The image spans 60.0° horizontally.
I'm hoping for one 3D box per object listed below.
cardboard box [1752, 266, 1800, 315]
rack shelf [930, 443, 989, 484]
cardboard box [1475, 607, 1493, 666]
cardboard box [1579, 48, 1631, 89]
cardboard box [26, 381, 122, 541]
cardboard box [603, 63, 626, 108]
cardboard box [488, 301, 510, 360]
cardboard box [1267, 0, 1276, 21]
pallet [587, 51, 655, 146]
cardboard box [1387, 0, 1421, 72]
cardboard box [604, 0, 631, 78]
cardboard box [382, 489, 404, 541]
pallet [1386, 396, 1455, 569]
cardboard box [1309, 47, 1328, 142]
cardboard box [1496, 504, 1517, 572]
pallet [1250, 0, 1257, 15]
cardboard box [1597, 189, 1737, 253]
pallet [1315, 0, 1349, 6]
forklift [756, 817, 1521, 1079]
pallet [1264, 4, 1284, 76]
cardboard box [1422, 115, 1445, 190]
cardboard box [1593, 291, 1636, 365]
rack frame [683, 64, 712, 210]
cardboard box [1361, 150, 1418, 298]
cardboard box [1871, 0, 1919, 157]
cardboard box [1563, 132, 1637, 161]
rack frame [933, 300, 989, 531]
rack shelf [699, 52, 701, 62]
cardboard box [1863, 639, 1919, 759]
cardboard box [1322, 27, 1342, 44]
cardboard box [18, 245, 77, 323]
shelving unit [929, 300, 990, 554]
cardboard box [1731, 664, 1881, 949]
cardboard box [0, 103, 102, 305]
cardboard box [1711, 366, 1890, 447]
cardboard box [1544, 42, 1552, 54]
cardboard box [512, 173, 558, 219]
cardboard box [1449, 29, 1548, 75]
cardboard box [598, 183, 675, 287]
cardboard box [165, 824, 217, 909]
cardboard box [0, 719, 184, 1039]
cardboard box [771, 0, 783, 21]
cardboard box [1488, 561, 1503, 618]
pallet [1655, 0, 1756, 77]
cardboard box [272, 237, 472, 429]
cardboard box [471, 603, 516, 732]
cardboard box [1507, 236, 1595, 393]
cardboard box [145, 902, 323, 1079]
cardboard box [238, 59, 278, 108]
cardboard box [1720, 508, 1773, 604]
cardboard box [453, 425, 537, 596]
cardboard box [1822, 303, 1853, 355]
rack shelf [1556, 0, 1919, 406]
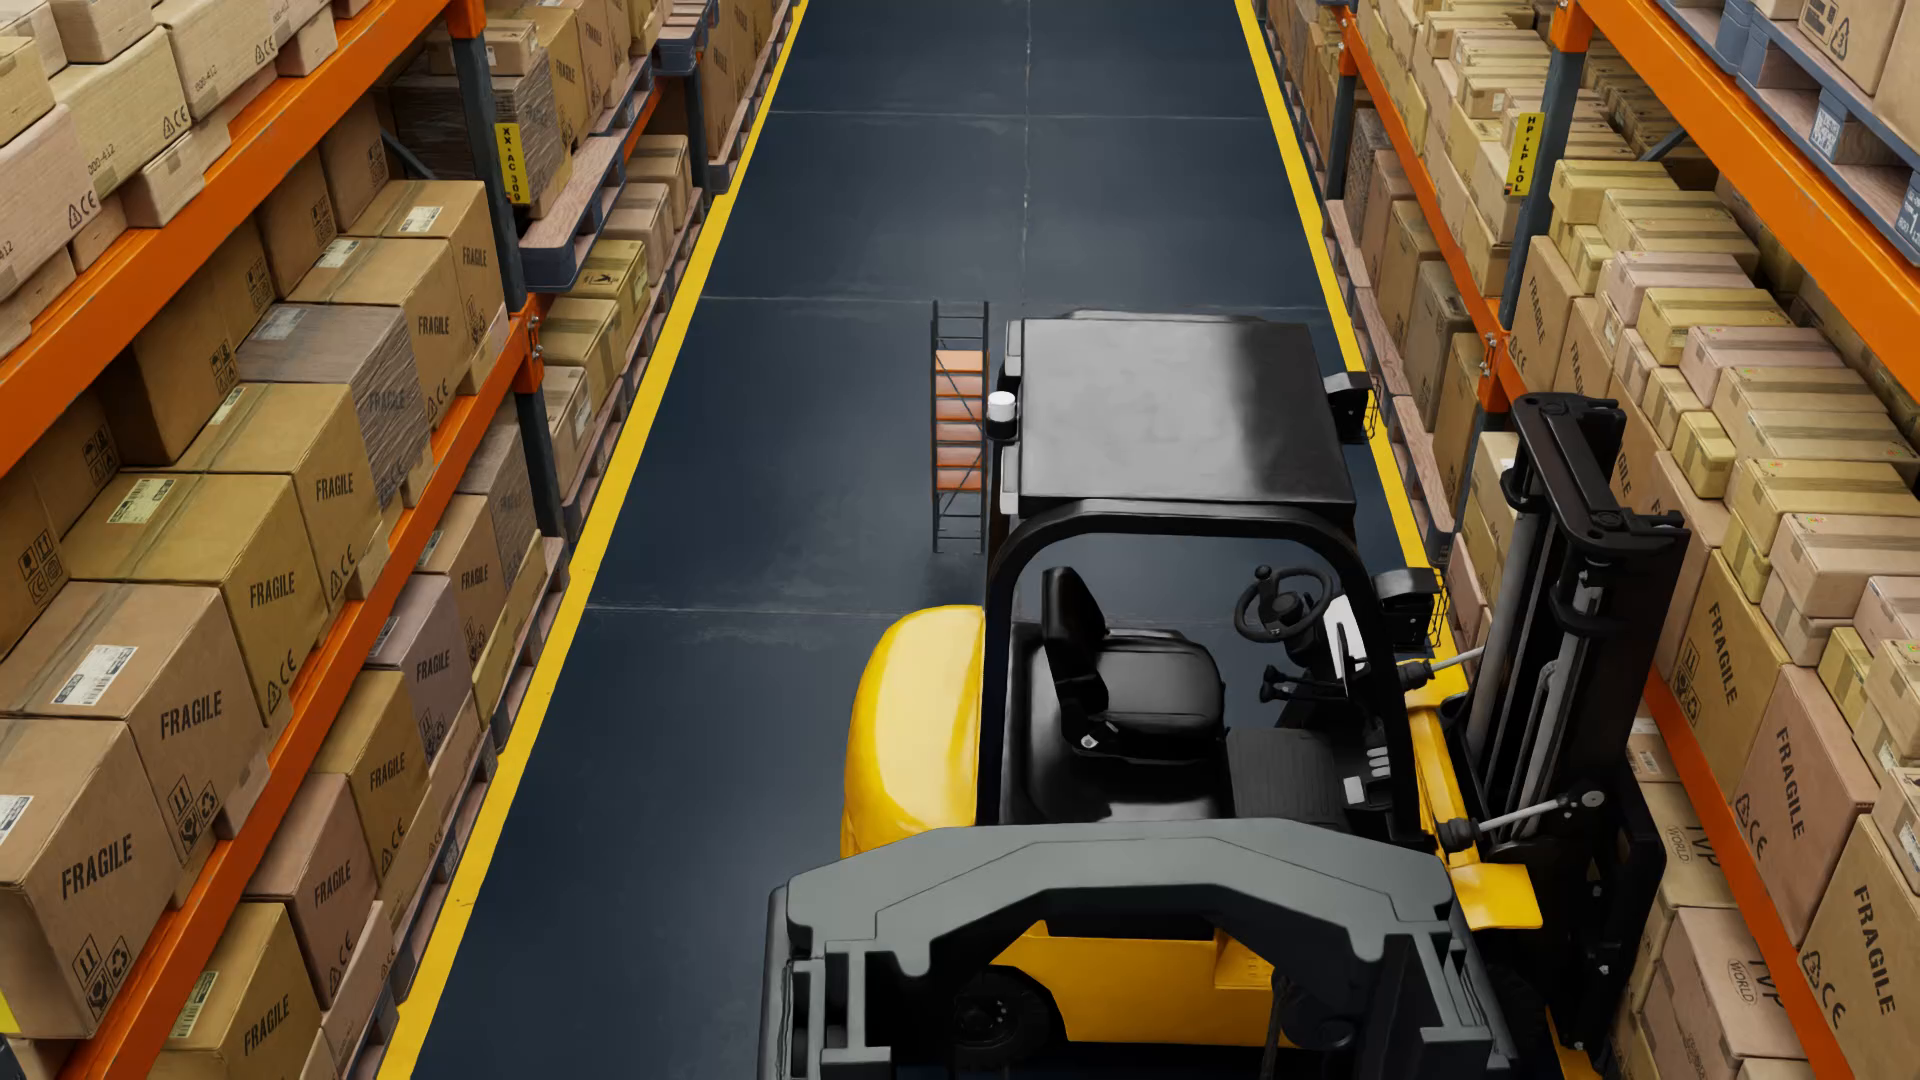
[{"bbox_3d":[2.923,-0.825,5.664,0.380,0.149,0.250,2,35,3],"label":"cardboard box"},{"bbox_3d":[-0.001,-0.348,7.488,0.258,0.103,0.180,1,35,2],"label":"rack shelf"},{"bbox_3d":[2.318,0.510,6.442,0.500,0.250,0.500,1,35,1],"label":"cardboard box"},{"bbox_3d":[3.001,-2.095,7.471,0.380,0.149,0.250,1,35,2],"label":"cardboard box"},{"bbox_3d":[-2.699,-0.276,4.319,0.700,0.500,0.500,1,35,1],"label":"cardboard box"},{"bbox_3d":[-1.868,-2.245,8.190,0.380,0.149,0.250,3,35,4],"label":"cardboard box"},{"bbox_3d":[-1.995,-0.823,6.531,0.380,0.149,0.250,1,35,1],"label":"cardboard box"},{"bbox_3d":[2.750,-4.478,13.322,0.500,0.500,0.500,3,35,4],"label":"cardboard box"},{"bbox_3d":[-2.164,-2.199,8.438,1.003,0.211,1.213,1,35,2],"label":"pallet"},{"bbox_3d":[2.512,-2.610,8.550,0.500,0.250,0.500,0,35,1],"label":"cardboard box"},{"bbox_3d":[-1.918,-2.582,8.104,0.500,0.500,0.500,0,35,0],"label":"cardboard box"},{"bbox_3d":[-2.072,-0.093,5.493,0.380,0.149,0.250,1,35,1],"label":"cardboard box"},{"bbox_3d":[2.664,-0.289,7.977,1.003,0.211,1.213,1,35,2],"label":"pallet"},{"bbox_3d":[2.667,-2.988,11.201,0.500,0.500,0.500,1,35,1],"label":"cardboard box"},{"bbox_3d":[2.310,0.103,6.151,0.500,0.250,0.500,1,35,2],"label":"cardboard box"},{"bbox_3d":[3.023,-4.855,14.475,1.003,0.211,1.213,1,35,2],"label":"pallet"},{"bbox_3d":[2.462,-1.104,5.803,0.380,0.149,0.250,2,35,3],"label":"cardboard box"},{"bbox_3d":[2.791,-3.616,10.454,1.213,0.211,1.003,1,35,2],"label":"pallet"},{"bbox_3d":[0.235,1.958,2.415,1.130,2.935,3.031,-1,35,-2],"label":"forklift"},{"bbox_3d":[3.000,-3.993,13.248,1.003,0.211,1.213,1,35,2],"label":"pallet"},{"bbox_3d":[2.497,-1.813,7.852,0.500,0.250,0.500,2,35,2],"label":"cardboard box"},{"bbox_3d":[2.322,-0.695,5.480,0.380,0.149,0.250,2,35,3],"label":"cardboard box"},{"bbox_3d":[-2.126,-3.416,10.002,1.000,3.000,0.127,1,35,2],"label":"rack frame"},{"bbox_3d":[2.777,-1.770,9.360,0.875,0.625,0.625,2,35,3],"label":"cardboard box"},{"bbox_3d":[2.428,-1.034,3.465,0.700,0.500,0.500,2,35,2],"label":"cardboard box"},{"bbox_3d":[2.465,-1.513,6.643,0.380,0.149,0.250,2,35,4],"label":"cardboard box"},{"bbox_3d":[0.003,-0.535,7.468,0.240,1.200,0.006,1,35,2],"label":"rack frame"},{"bbox_3d":[-2.045,-4.271,11.844,1.077,0.370,4.000,1,35,2],"label":"rack shelf"},{"bbox_3d":[2.279,0.361,3.718,0.380,0.149,0.250,2,35,3],"label":"cardboard box"},{"bbox_3d":[2.635,-3.315,11.103,0.380,0.149,0.250,0,35,0],"label":"cardboard box"},{"bbox_3d":[-2.158,-0.575,3.569,0.380,0.149,0.250,1,35,2],"label":"cardboard box"},{"bbox_3d":[-0.001,-0.483,7.393,0.258,1.200,0.189,1,35,2],"label":"shelving unit"},{"bbox_3d":[2.300,0.665,4.108,0.500,0.500,0.500,2,35,3],"label":"cardboard box"},{"bbox_3d":[-2.131,-0.679,3.371,0.500,0.250,0.500,1,35,1],"label":"cardboard box"},{"bbox_3d":[2.399,-0.372,4.760,0.380,0.149,0.250,1,35,2],"label":"cardboard box"},{"bbox_3d":[3.024,-2.312,8.126,0.500,0.250,0.500,1,35,1],"label":"cardboard box"},{"bbox_3d":[-1.949,-1.497,7.125,0.380,0.149,0.250,2,35,3],"label":"cardboard box"},{"bbox_3d":[2.487,-2.248,7.689,0.380,0.149,0.250,2,35,2],"label":"cardboard box"},{"bbox_3d":[-2.180,-1.764,9.572,0.950,0.372,0.625,1,35,1],"label":"cardboard box"},{"bbox_3d":[-2.139,0.797,4.226,0.380,0.149,0.250,0,35,0],"label":"cardboard box"},{"bbox_3d":[-2.151,0.752,3.726,0.500,0.500,0.500,1,35,1],"label":"cardboard box"},{"bbox_3d":[-1.910,-4.659,13.253,0.875,0.875,0.875,2,35,3],"label":"cardboard box"},{"bbox_3d":[2.327,0.303,6.301,0.500,0.250,0.500,1,35,2],"label":"cardboard box"},{"bbox_3d":[2.665,-1.706,5.037,1.003,0.211,1.213,1,35,2],"label":"pallet"},{"bbox_3d":[-2.070,-0.724,5.825,0.500,0.500,0.500,2,35,3],"label":"cardboard box"},{"bbox_3d":[-2.053,0.487,6.474,0.500,0.250,0.500,0,35,1],"label":"cardboard box"},{"bbox_3d":[2.395,-0.797,6.189,0.500,0.500,0.500,0,35,1],"label":"cardboard box"},{"bbox_3d":[-2.138,1.356,4.586,0.500,0.500,0.500,0,35,0],"label":"cardboard box"},{"bbox_3d":[-2.145,-1.316,4.624,0.380,0.149,0.250,2,35,3],"label":"cardboard box"},{"bbox_3d":[2.274,0.043,4.429,0.380,0.149,0.250,2,35,2],"label":"cardboard box"},{"bbox_3d":[-2.042,-0.125,6.694,0.500,0.500,0.500,1,35,1],"label":"cardboard box"},{"bbox_3d":[2.936,-0.654,5.162,0.380,0.149,0.250,1,35,1],"label":"cardboard box"},{"bbox_3d":[2.593,-0.789,4.281,1.077,0.370,4.000,1,35,2],"label":"rack shelf"}]
